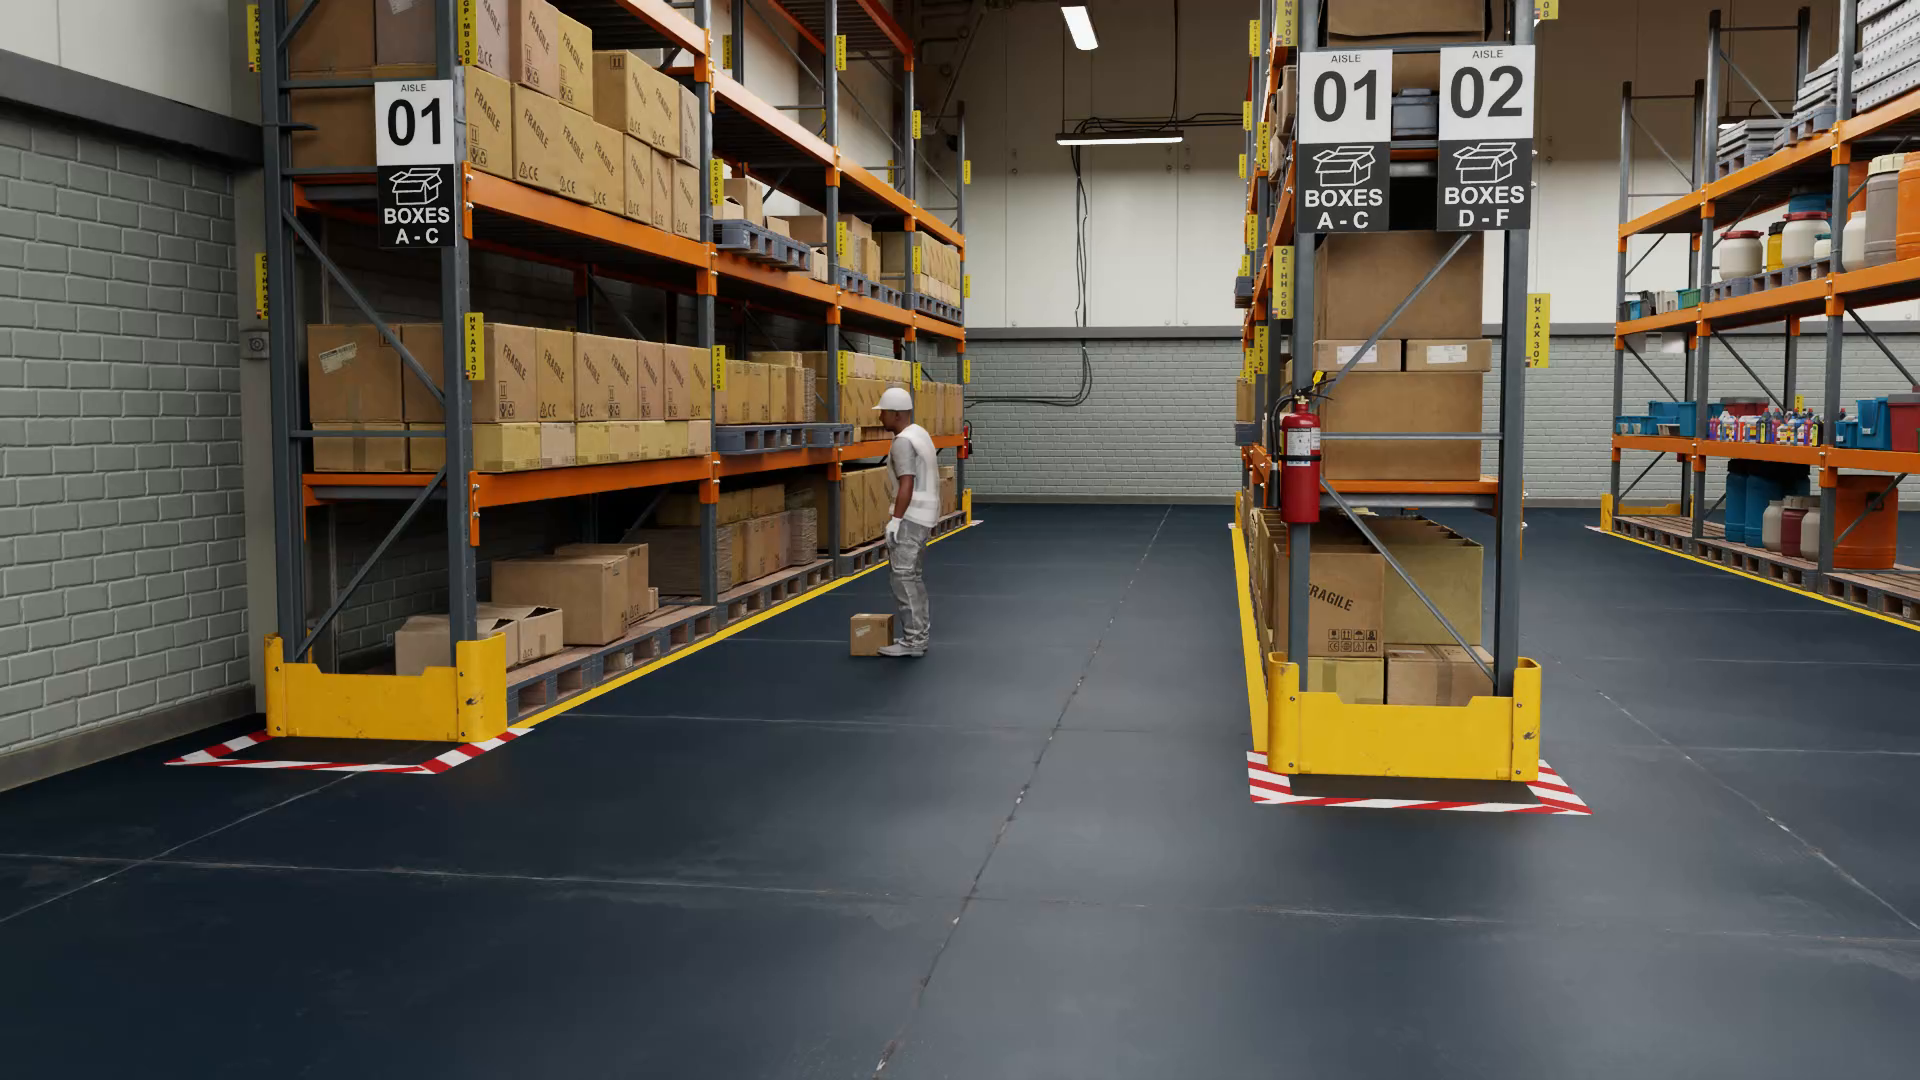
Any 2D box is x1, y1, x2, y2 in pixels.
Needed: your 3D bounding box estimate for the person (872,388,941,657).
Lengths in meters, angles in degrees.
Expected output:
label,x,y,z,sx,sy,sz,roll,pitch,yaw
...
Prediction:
label,x,y,z,sx,sy,sz,roll,pitch,yaw
person,-0.357,-0.122,11.092,0.446,1.774,0.619,1,4,9
